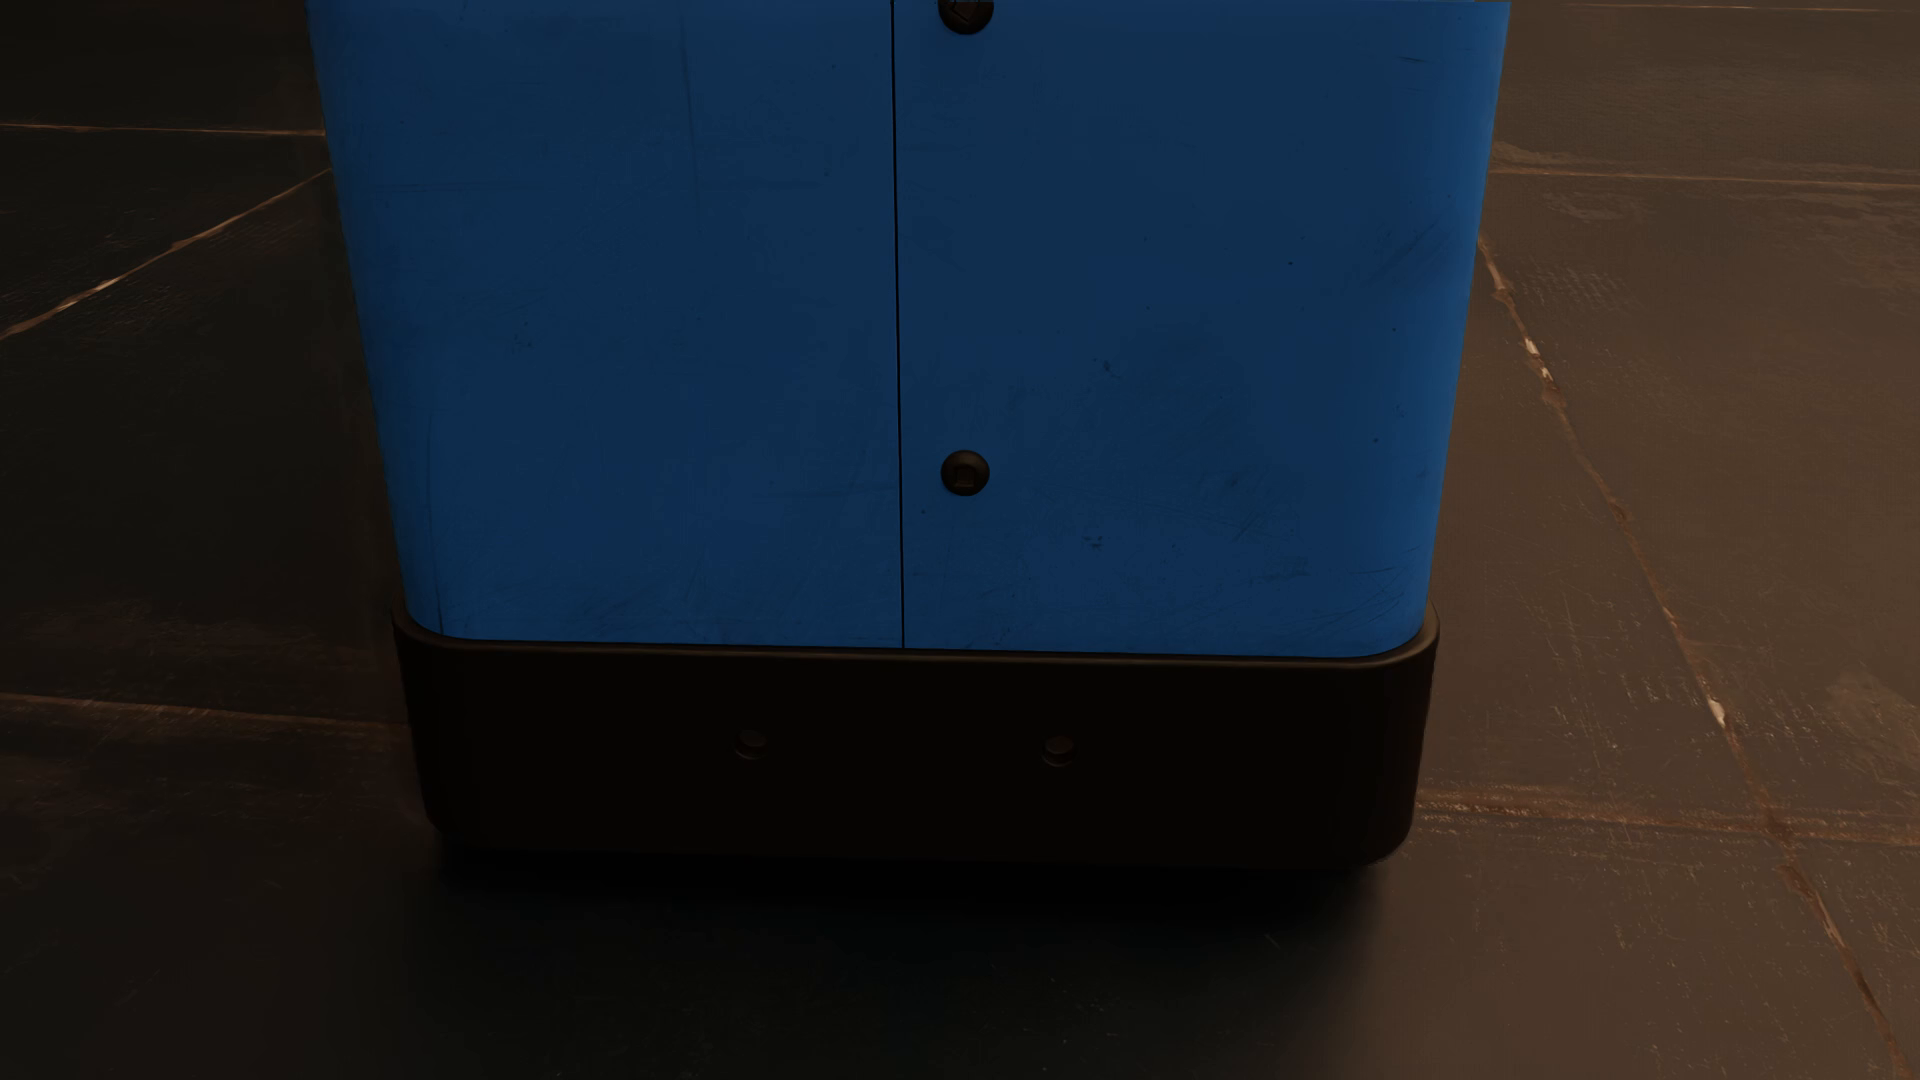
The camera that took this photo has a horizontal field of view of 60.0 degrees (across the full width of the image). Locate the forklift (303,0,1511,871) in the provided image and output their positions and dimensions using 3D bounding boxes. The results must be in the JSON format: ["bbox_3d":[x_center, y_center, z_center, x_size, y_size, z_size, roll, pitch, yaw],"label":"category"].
[{"bbox_3d":[0.009,-1.597,2.419,1.130,2.935,3.031,1,27,2],"label":"forklift"}]
